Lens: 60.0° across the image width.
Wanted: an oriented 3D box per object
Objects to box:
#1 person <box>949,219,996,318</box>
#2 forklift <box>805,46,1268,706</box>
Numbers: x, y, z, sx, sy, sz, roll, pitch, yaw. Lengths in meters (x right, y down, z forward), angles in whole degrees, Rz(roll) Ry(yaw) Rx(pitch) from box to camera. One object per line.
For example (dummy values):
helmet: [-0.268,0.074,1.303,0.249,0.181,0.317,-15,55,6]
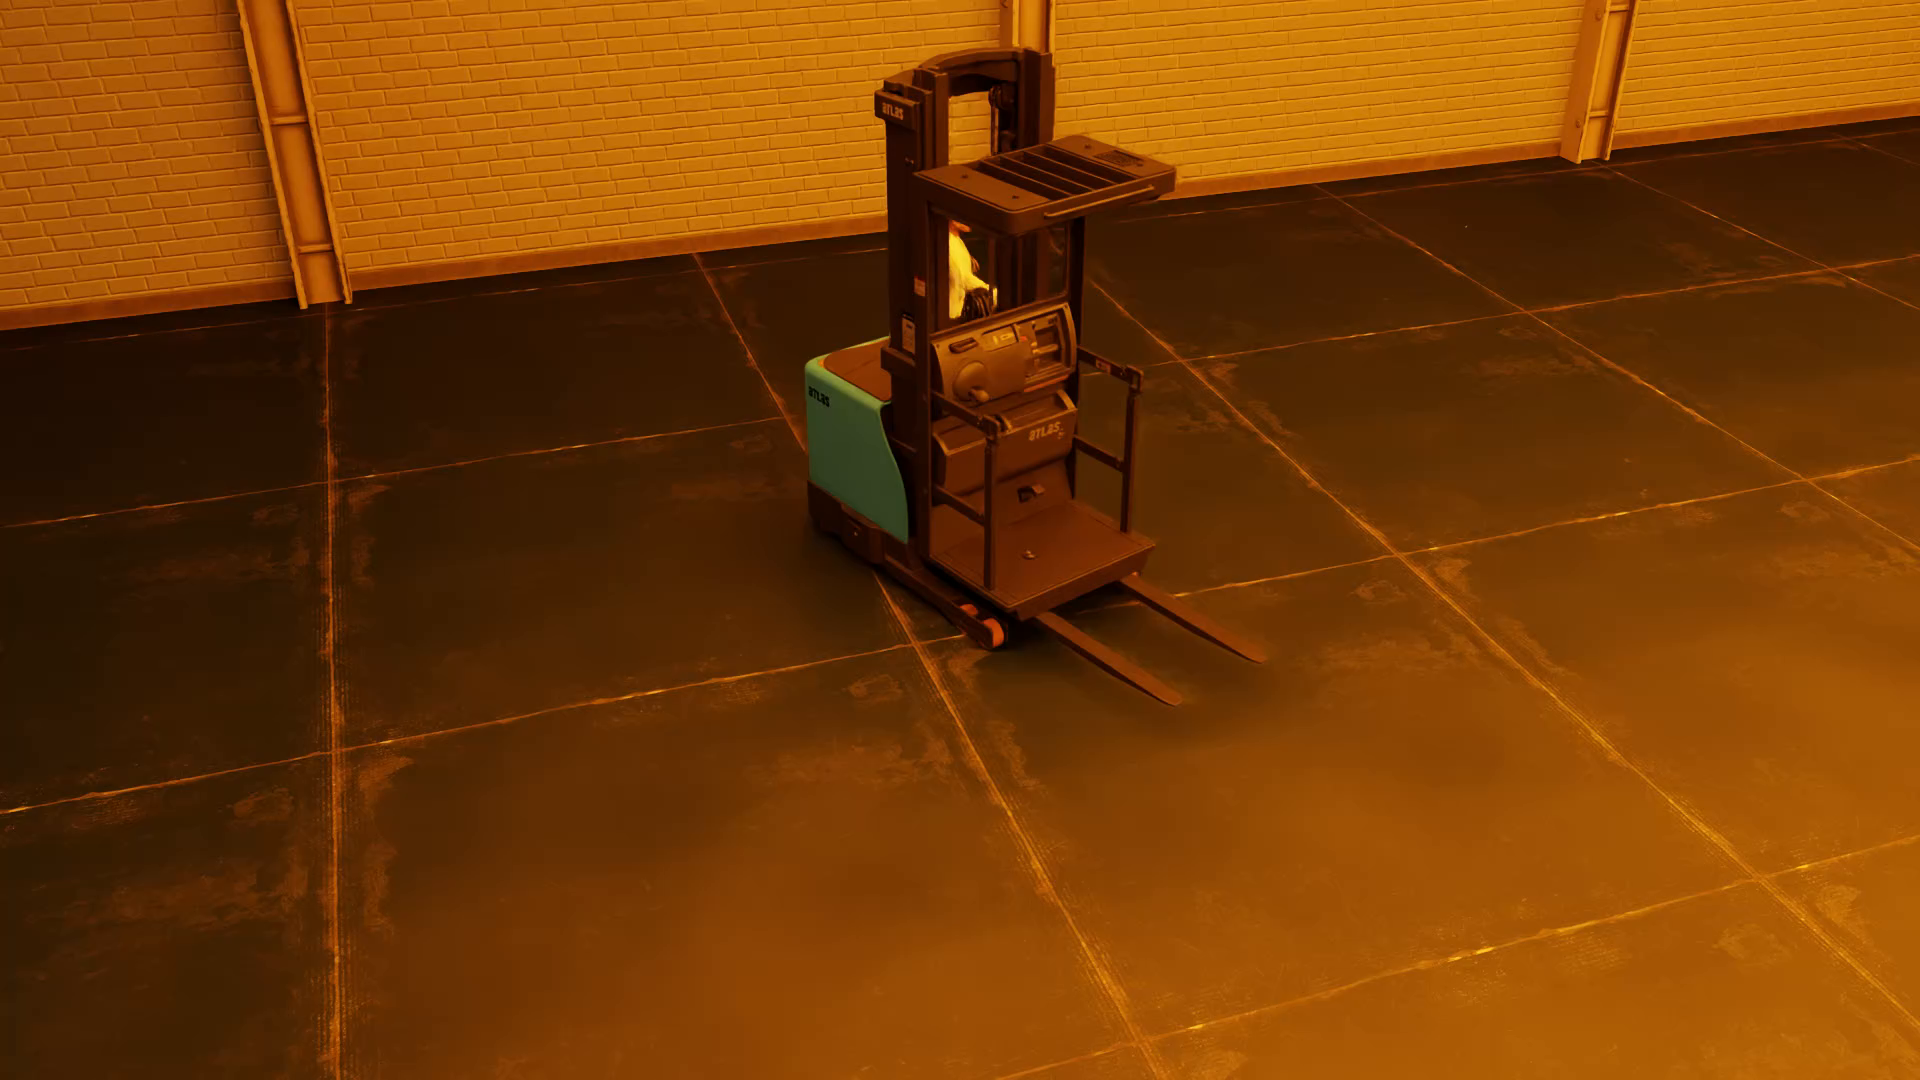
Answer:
person: [0.128,-1.557,11.061,0.720,1.522,1.092,-4,30,-7]
forklift: [0.381,-0.959,8.753,1.130,2.935,3.031,-21,36,-32]
